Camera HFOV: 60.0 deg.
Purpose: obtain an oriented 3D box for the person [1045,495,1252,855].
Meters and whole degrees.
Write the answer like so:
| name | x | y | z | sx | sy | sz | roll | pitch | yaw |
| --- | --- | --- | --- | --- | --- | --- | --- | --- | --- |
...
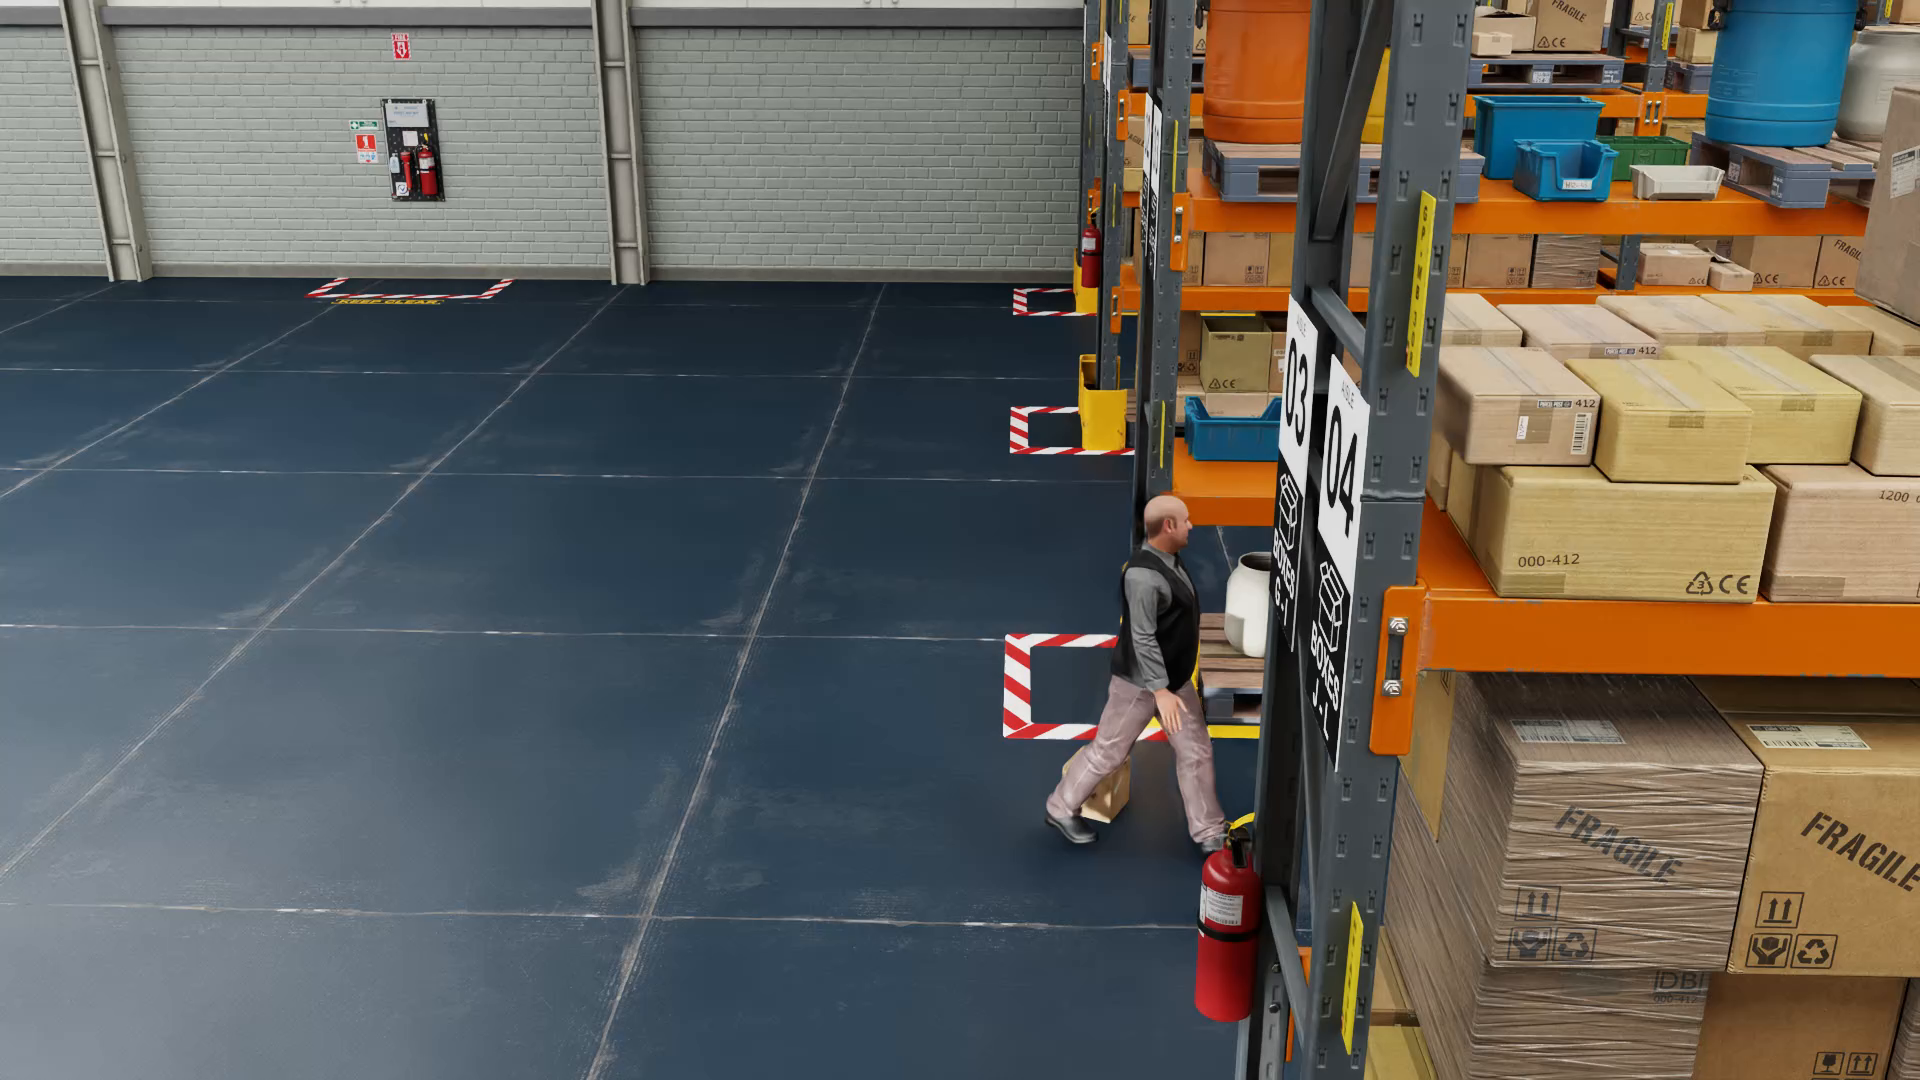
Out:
| name | x | y | z | sx | sy | sz | roll | pitch | yaw |
| --- | --- | --- | --- | --- | --- | --- | --- | --- | --- |
| person | 0.906 | 0.628 | 7.461 | 0.999 | 1.675 | 0.606 | 10 | 23 | 25 |
